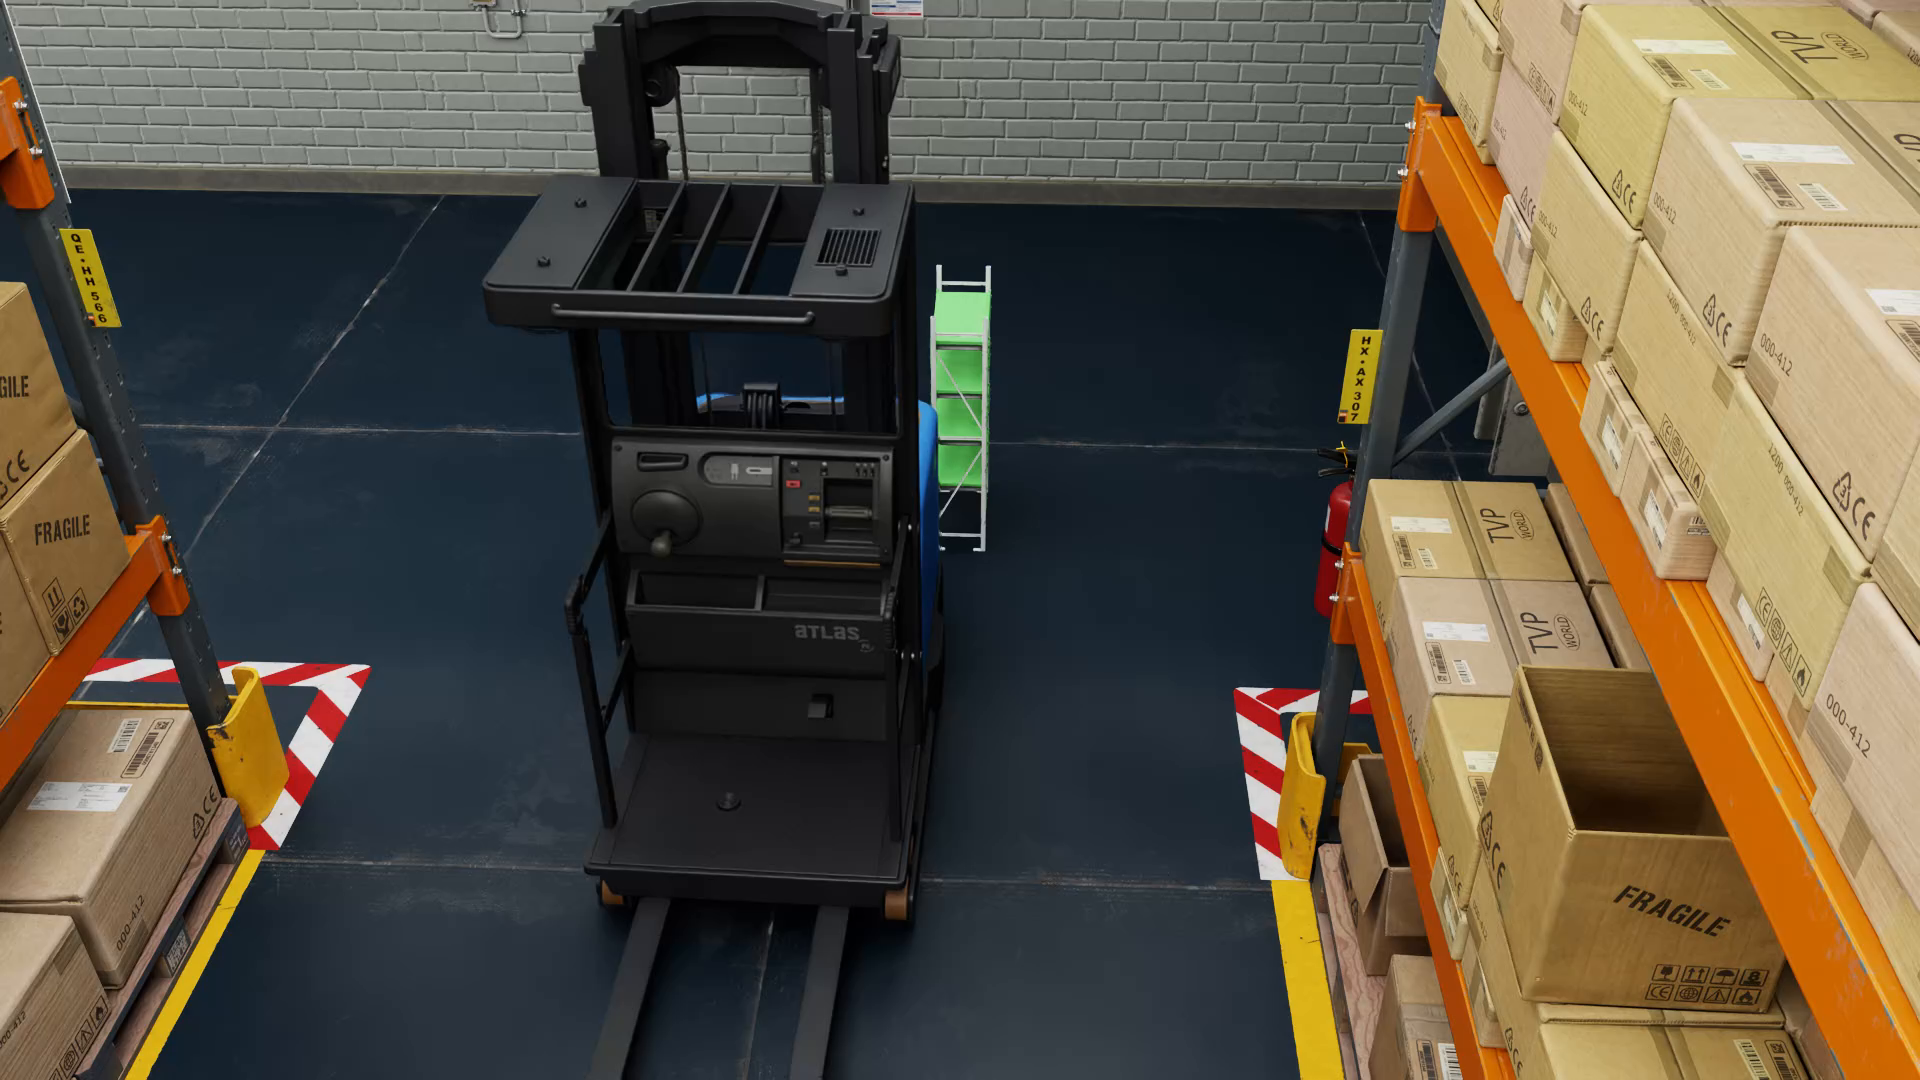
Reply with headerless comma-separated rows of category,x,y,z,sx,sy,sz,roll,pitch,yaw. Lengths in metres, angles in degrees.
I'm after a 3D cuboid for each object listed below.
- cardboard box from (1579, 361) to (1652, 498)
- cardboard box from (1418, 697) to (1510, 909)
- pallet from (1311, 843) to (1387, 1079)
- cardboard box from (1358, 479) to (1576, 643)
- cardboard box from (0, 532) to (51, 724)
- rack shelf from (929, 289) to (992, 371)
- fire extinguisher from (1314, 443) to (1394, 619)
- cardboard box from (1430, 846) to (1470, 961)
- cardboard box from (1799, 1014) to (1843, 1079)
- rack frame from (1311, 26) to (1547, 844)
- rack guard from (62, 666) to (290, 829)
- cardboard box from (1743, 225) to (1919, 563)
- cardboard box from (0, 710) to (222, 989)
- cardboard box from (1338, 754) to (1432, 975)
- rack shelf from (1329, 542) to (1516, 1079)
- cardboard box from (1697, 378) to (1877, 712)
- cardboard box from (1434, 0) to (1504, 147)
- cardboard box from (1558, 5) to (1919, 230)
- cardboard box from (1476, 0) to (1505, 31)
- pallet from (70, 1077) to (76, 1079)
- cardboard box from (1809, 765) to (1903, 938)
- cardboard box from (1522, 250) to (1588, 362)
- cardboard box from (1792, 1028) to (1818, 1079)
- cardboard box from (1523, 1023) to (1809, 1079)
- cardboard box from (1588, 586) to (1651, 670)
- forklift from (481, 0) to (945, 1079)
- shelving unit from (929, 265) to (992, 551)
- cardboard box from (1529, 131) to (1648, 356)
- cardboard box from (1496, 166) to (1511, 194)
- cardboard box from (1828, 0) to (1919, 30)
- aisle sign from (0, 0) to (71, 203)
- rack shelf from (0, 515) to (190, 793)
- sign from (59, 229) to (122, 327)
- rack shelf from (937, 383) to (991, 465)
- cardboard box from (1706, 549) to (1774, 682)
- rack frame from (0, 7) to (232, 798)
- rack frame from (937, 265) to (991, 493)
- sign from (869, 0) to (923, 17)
cardboard box,1.368,-0.200,3.035,0.380,0.149,0.250,1,35,2
cardboard box,1.447,0.644,4.097,0.500,0.250,0.500,1,35,1
pallet,1.737,1.511,5.416,1.003,0.211,1.213,1,35,2
cardboard box,1.484,0.063,4.924,0.500,0.250,0.500,2,35,2
cardboard box,-2.979,0.286,4.647,0.500,0.500,0.500,1,35,1
rack shelf,0.007,-0.926,7.301,0.258,0.148,0.480,1,35,2
fire extinguisher,1.315,-0.042,5.593,0.296,0.674,0.183,1,35,2
cardboard box,1.383,0.893,4.089,0.380,0.149,0.250,0,35,1
cardboard box,1.936,0.950,3.009,0.500,0.500,0.500,0,35,1
rack frame,1.771,-0.132,5.328,1.000,3.000,0.127,1,35,2
rack guard,-3.188,0.765,6.227,1.175,0.500,0.348,1,35,2
cardboard box,1.431,-0.204,2.260,0.500,0.250,0.500,2,35,3
cardboard box,-3.115,1.014,5.562,0.875,0.438,0.875,0,35,0
cardboard box,1.652,1.067,5.429,0.797,0.503,0.637,0,35,0
rack shelf,1.691,1.312,3.900,1.077,0.370,4.000,1,35,2
cardboard box,1.422,0.003,2.400,0.500,0.250,0.500,2,35,3
cardboard box,1.480,-1.170,4.070,0.500,0.250,0.500,1,35,1
cardboard box,1.457,-0.794,3.099,0.500,0.250,0.500,1,35,1
cardboard box,1.503,-1.374,3.925,0.500,0.250,0.500,1,35,1
pallet,-3.194,2.057,4.639,1.003,0.211,1.213,1,35,2
cardboard box,1.377,0.393,2.192,0.380,0.149,0.250,1,35,2
cardboard box,1.398,-0.489,3.446,0.380,0.149,0.250,1,35,2
cardboard box,1.936,1.243,3.244,0.500,0.250,0.500,2,35,3
cardboard box,1.426,1.234,3.258,0.500,0.250,0.500,1,35,2
cardboard box,1.996,0.375,4.480,0.500,0.250,0.500,1,35,2
forklift,-0.694,-0.062,5.289,1.130,2.935,3.031,2,35,3
shelving unit,0.007,-0.586,7.540,0.258,1.200,0.503,1,35,2
cardboard box,1.448,-0.584,3.236,0.500,0.250,0.500,0,35,0
cardboard box,1.542,-0.927,4.070,0.380,0.149,0.250,2,35,3
cardboard box,2.011,-1.063,3.482,0.500,0.250,0.500,0,35,0
aisle sign,-2.876,-1.342,4.790,0.394,0.787,0.004,1,35,2
rack shelf,-3.269,1.199,4.060,1.077,0.370,4.000,1,35,2
sign,-2.647,-0.794,5.058,0.100,0.325,0.005,1,35,2
rack shelf,0.007,-0.534,7.577,0.258,0.148,0.480,1,35,2
cardboard box,1.421,0.095,2.616,0.380,0.149,0.250,2,35,2
rack frame,-3.188,-0.244,5.488,1.000,3.000,0.127,1,35,2
rack frame,0.016,-0.726,7.740,0.240,1.200,0.015,1,35,2
sign,-0.390,-3.421,10.091,0.329,0.494,0.001,1,35,2
